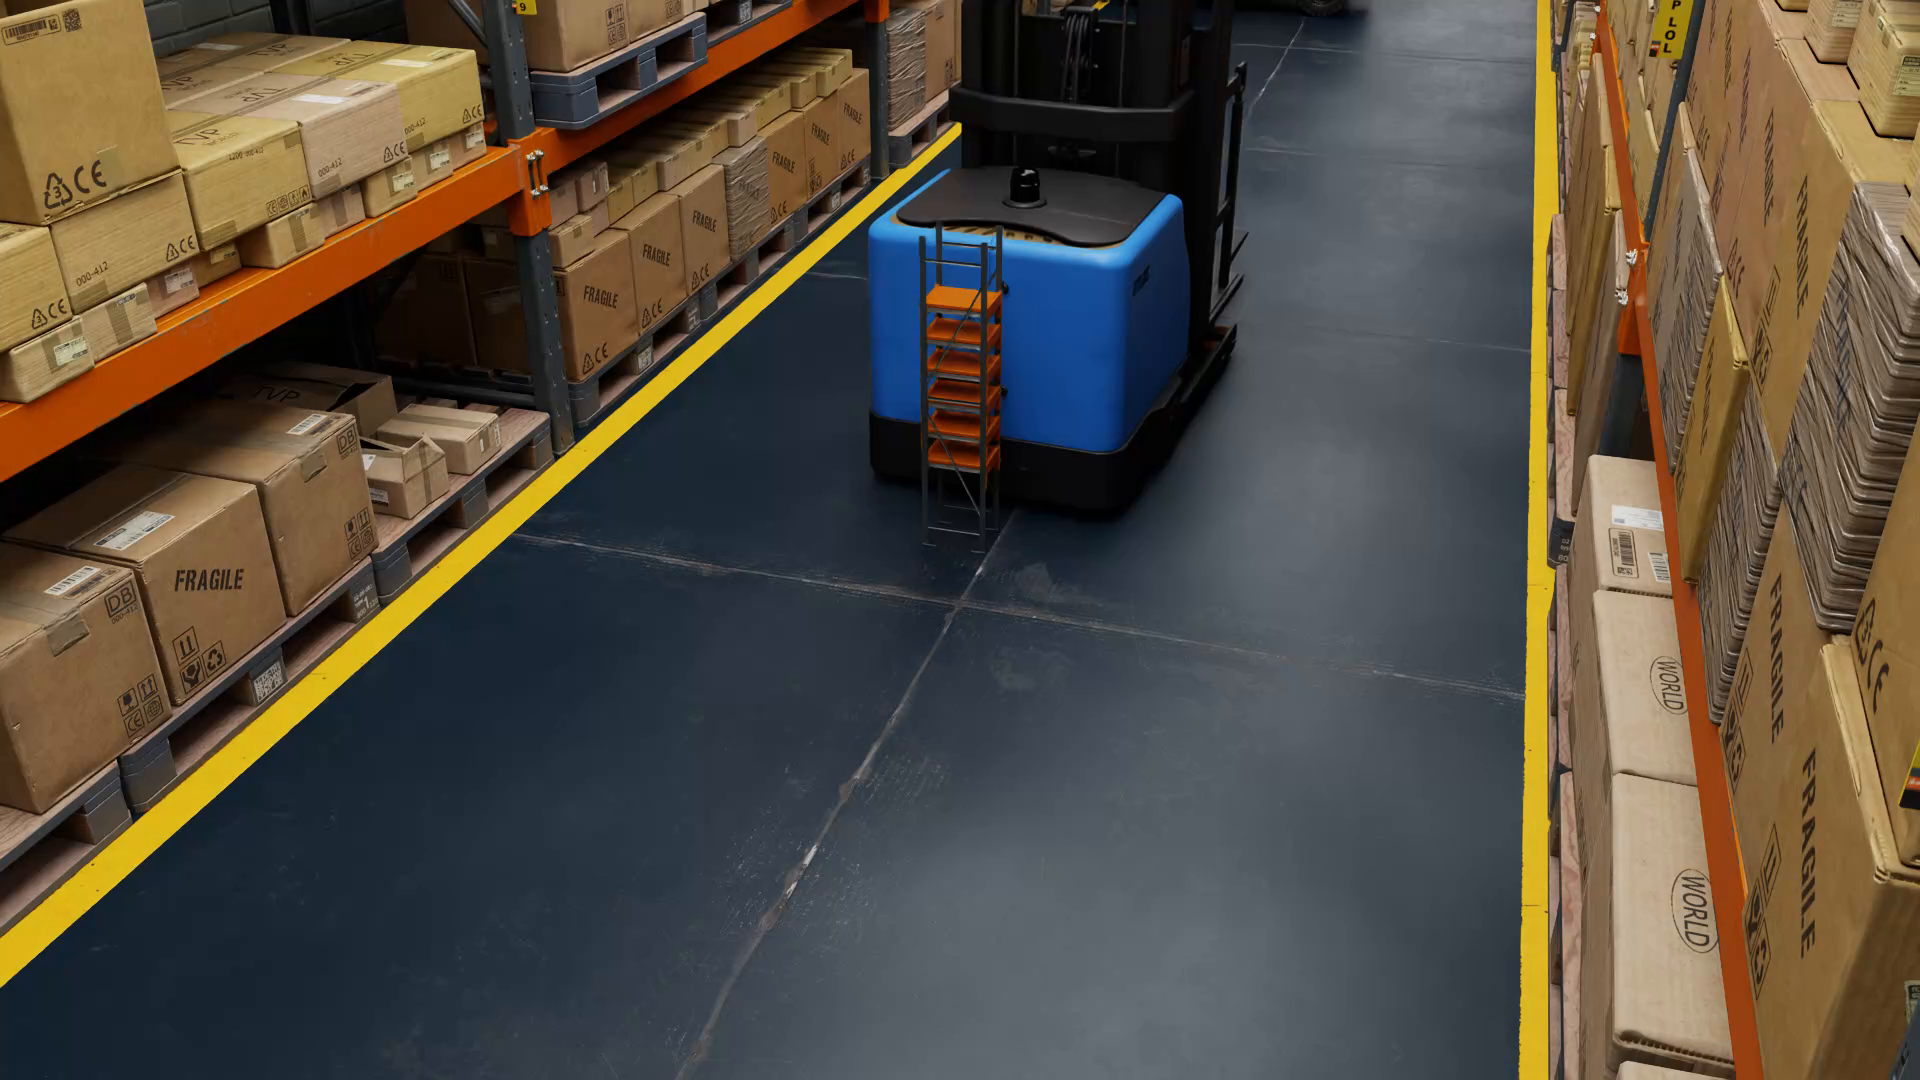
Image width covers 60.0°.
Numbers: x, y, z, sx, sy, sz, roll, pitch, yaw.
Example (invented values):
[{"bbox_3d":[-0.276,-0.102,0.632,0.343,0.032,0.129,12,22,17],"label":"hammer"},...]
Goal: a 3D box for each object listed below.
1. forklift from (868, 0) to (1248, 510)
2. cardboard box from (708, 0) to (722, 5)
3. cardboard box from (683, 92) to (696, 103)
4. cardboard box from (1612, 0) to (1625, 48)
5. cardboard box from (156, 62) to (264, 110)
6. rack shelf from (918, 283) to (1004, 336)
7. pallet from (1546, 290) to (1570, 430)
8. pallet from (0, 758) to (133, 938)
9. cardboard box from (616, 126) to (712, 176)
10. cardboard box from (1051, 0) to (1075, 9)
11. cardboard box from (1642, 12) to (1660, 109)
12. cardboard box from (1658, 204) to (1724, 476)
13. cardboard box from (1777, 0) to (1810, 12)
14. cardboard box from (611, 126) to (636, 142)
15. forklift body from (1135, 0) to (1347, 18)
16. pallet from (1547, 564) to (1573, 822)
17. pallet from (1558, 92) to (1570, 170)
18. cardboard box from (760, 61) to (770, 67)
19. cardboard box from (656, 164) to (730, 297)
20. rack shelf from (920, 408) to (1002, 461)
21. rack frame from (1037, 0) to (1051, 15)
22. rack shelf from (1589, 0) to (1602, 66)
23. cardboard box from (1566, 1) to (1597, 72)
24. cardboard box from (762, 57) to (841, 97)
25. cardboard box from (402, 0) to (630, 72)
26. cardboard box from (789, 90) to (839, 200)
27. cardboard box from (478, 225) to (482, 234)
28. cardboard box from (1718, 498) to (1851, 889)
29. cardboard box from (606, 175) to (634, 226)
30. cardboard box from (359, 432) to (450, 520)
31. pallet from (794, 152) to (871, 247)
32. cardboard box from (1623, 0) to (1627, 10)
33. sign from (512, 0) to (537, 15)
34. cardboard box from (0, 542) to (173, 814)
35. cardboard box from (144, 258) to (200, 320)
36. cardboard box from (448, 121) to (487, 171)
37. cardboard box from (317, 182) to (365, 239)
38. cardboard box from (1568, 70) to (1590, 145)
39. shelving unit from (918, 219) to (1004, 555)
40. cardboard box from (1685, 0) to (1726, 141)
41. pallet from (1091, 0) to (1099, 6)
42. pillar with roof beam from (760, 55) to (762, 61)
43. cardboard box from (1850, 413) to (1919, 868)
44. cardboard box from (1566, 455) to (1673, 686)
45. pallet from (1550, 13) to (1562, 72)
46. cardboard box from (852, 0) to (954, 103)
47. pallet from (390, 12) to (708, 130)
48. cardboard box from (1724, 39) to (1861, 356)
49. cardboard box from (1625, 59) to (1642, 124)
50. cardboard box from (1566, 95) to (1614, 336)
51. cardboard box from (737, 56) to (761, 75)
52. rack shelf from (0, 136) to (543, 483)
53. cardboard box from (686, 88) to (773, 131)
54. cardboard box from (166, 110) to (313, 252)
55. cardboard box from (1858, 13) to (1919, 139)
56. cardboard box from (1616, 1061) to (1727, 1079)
[{"bbox_3d":[0.647,-2.093,6.997,1.130,2.935,3.031,11,31,18],"label":"forklift"},{"bbox_3d":[-1.368,-2.776,7.619,0.700,0.500,0.500,8,30,15],"label":"cardboard box"},{"bbox_3d":[-1.651,-2.426,8.998,0.380,0.149,0.250,7,30,13],"label":"cardboard box"},{"bbox_3d":[3.296,-2.404,7.641,0.500,0.250,0.500,8,30,13],"label":"cardboard box"},{"bbox_3d":[-2.650,-1.389,5.510,0.500,0.250,0.500,8,30,14],"label":"cardboard box"},{"bbox_3d":[0.004,-0.807,5.817,0.258,0.103,0.180,8,30,15],"label":"rack shelf"},{"bbox_3d":[3.151,-0.763,7.405,1.003,0.211,1.213,8,30,15],"label":"pallet"},{"bbox_3d":[-3.025,0.921,4.377,1.003,0.211,1.213,8,30,15],"label":"pallet"},{"bbox_3d":[-1.423,-1.869,7.997,0.380,0.149,0.250,10,30,17],"label":"cardboard box"},{"bbox_3d":[0.701,-4.628,13.879,0.500,0.250,0.500,9,30,15],"label":"cardboard box"},{"bbox_3d":[2.677,-1.670,5.806,0.500,0.250,0.500,9,30,16],"label":"cardboard box"},{"bbox_3d":[1.948,-0.443,3.858,0.500,0.500,0.500,9,30,15],"label":"cardboard box"},{"bbox_3d":[1.968,-1.226,3.569,0.380,0.149,0.250,8,30,13],"label":"cardboard box"},{"bbox_3d":[-1.831,-2.058,8.336,0.380,0.149,0.250,7,30,13],"label":"cardboard box"},{"bbox_3d":[2.604,-5.814,14.490,2.313,2.155,1.214,8,30,15],"label":"forklift body"},{"bbox_3d":[2.342,0.517,5.103,1.003,0.211,1.213,8,30,15],"label":"pallet"},{"bbox_3d":[4.405,-2.612,10.728,1.003,0.211,1.213,8,30,15],"label":"pallet"},{"bbox_3d":[-1.324,-2.544,9.878,0.500,0.500,0.500,10,31,17],"label":"cardboard box"},{"bbox_3d":[-1.451,-1.514,8.026,0.500,0.500,0.500,8,30,13],"label":"cardboard box"},{"bbox_3d":[0.004,-0.387,6.050,0.258,0.103,0.180,8,30,15],"label":"rack shelf"},{"bbox_3d":[0.242,-5.468,12.994,1.000,3.000,0.127,8,30,15],"label":"rack frame"},{"bbox_3d":[4.401,-3.518,10.228,1.077,0.370,4.000,8,30,15],"label":"rack shelf"},{"bbox_3d":[4.837,-3.553,11.822,0.950,0.372,0.625,9,30,16],"label":"cardboard box"},{"bbox_3d":[-0.885,-2.587,9.287,0.380,0.149,0.250,7,30,12],"label":"cardboard box"},{"bbox_3d":[-1.750,-2.170,6.531,0.700,0.500,0.500,9,30,16],"label":"cardboard box"},{"bbox_3d":[-1.007,-2.242,9.334,0.500,0.500,0.500,8,30,14],"label":"cardboard box"},{"bbox_3d":[-2.201,-1.460,7.261,0.380,0.149,0.250,9,30,15],"label":"cardboard box"},{"bbox_3d":[1.516,0.278,2.561,0.500,0.500,0.500,8,30,14],"label":"cardboard box"},{"bbox_3d":[-1.675,-1.514,7.359,0.380,0.149,0.250,7,30,12],"label":"cardboard box"},{"bbox_3d":[-2.094,-0.272,6.034,0.396,0.266,0.258,10,30,17],"label":"cardboard box"},{"bbox_3d":[-1.187,-2.049,9.716,1.003,0.211,1.213,8,30,15],"label":"pallet"},{"bbox_3d":[3.119,-2.385,7.093,0.500,0.250,0.500,8,30,15],"label":"cardboard box"},{"bbox_3d":[-1.585,-2.055,5.968,0.100,0.325,0.005,8,30,15],"label":"sign"},{"bbox_3d":[-2.722,0.355,4.666,0.700,0.500,0.500,10,31,17],"label":"cardboard box"},{"bbox_3d":[-2.428,-0.742,4.756,0.380,0.149,0.250,8,30,15],"label":"cardboard box"},{"bbox_3d":[-1.958,-1.456,6.041,0.380,0.149,0.250,9,30,16],"label":"cardboard box"},{"bbox_3d":[-2.170,-1.090,5.382,0.380,0.149,0.250,9,30,16],"label":"cardboard box"},{"bbox_3d":[4.198,-2.543,10.007,0.950,0.372,0.625,8,30,14],"label":"cardboard box"},{"bbox_3d":[0.004,-0.531,5.970,0.258,1.200,0.189,8,30,15],"label":"shelving unit"},{"bbox_3d":[2.269,-1.338,4.438,0.500,0.500,0.500,9,30,15],"label":"cardboard box"},{"bbox_3d":[0.872,-5.182,15.348,1.003,0.211,1.213,8,30,15],"label":"pallet"},{"bbox_3d":[2.705,-6.351,8.410,9.100,9.000,0.400,8,30,15],"label":"pillar with roof beam"},{"bbox_3d":[1.380,0.077,1.896,0.500,0.500,0.500,9,30,17],"label":"cardboard box"},{"bbox_3d":[2.353,0.169,5.064,0.875,0.438,0.875,8,30,14],"label":"cardboard box"},{"bbox_3d":[5.152,-3.860,12.972,1.003,0.211,1.213,8,30,15],"label":"pallet"},{"bbox_3d":[-0.551,-3.348,11.193,0.875,0.625,0.625,9,30,17],"label":"cardboard box"},{"bbox_3d":[-1.767,-2.022,6.997,1.003,0.211,1.213,8,30,15],"label":"pallet"},{"bbox_3d":[1.803,-0.633,3.172,0.500,0.500,0.500,8,30,14],"label":"cardboard box"},{"bbox_3d":[2.848,-1.691,6.358,0.500,0.250,0.500,8,30,14],"label":"cardboard box"},{"bbox_3d":[3.266,-1.435,7.497,0.875,0.875,0.875,9,30,15],"label":"cardboard box"},{"bbox_3d":[-1.383,-2.786,9.644,0.380,0.149,0.250,10,31,17],"label":"cardboard box"},{"bbox_3d":[-2.693,-0.506,4.815,1.077,0.370,4.000,8,30,15],"label":"rack shelf"},{"bbox_3d":[-1.198,-2.239,8.661,0.380,0.149,0.250,8,30,14],"label":"cardboard box"},{"bbox_3d":[-2.314,-1.078,4.951,0.500,0.250,0.500,8,30,15],"label":"cardboard box"},{"bbox_3d":[1.702,-0.745,2.705,0.380,0.149,0.250,9,30,16],"label":"cardboard box"},{"bbox_3d":[1.564,1.430,2.797,0.875,0.438,0.875,7,30,13],"label":"cardboard box"}]
